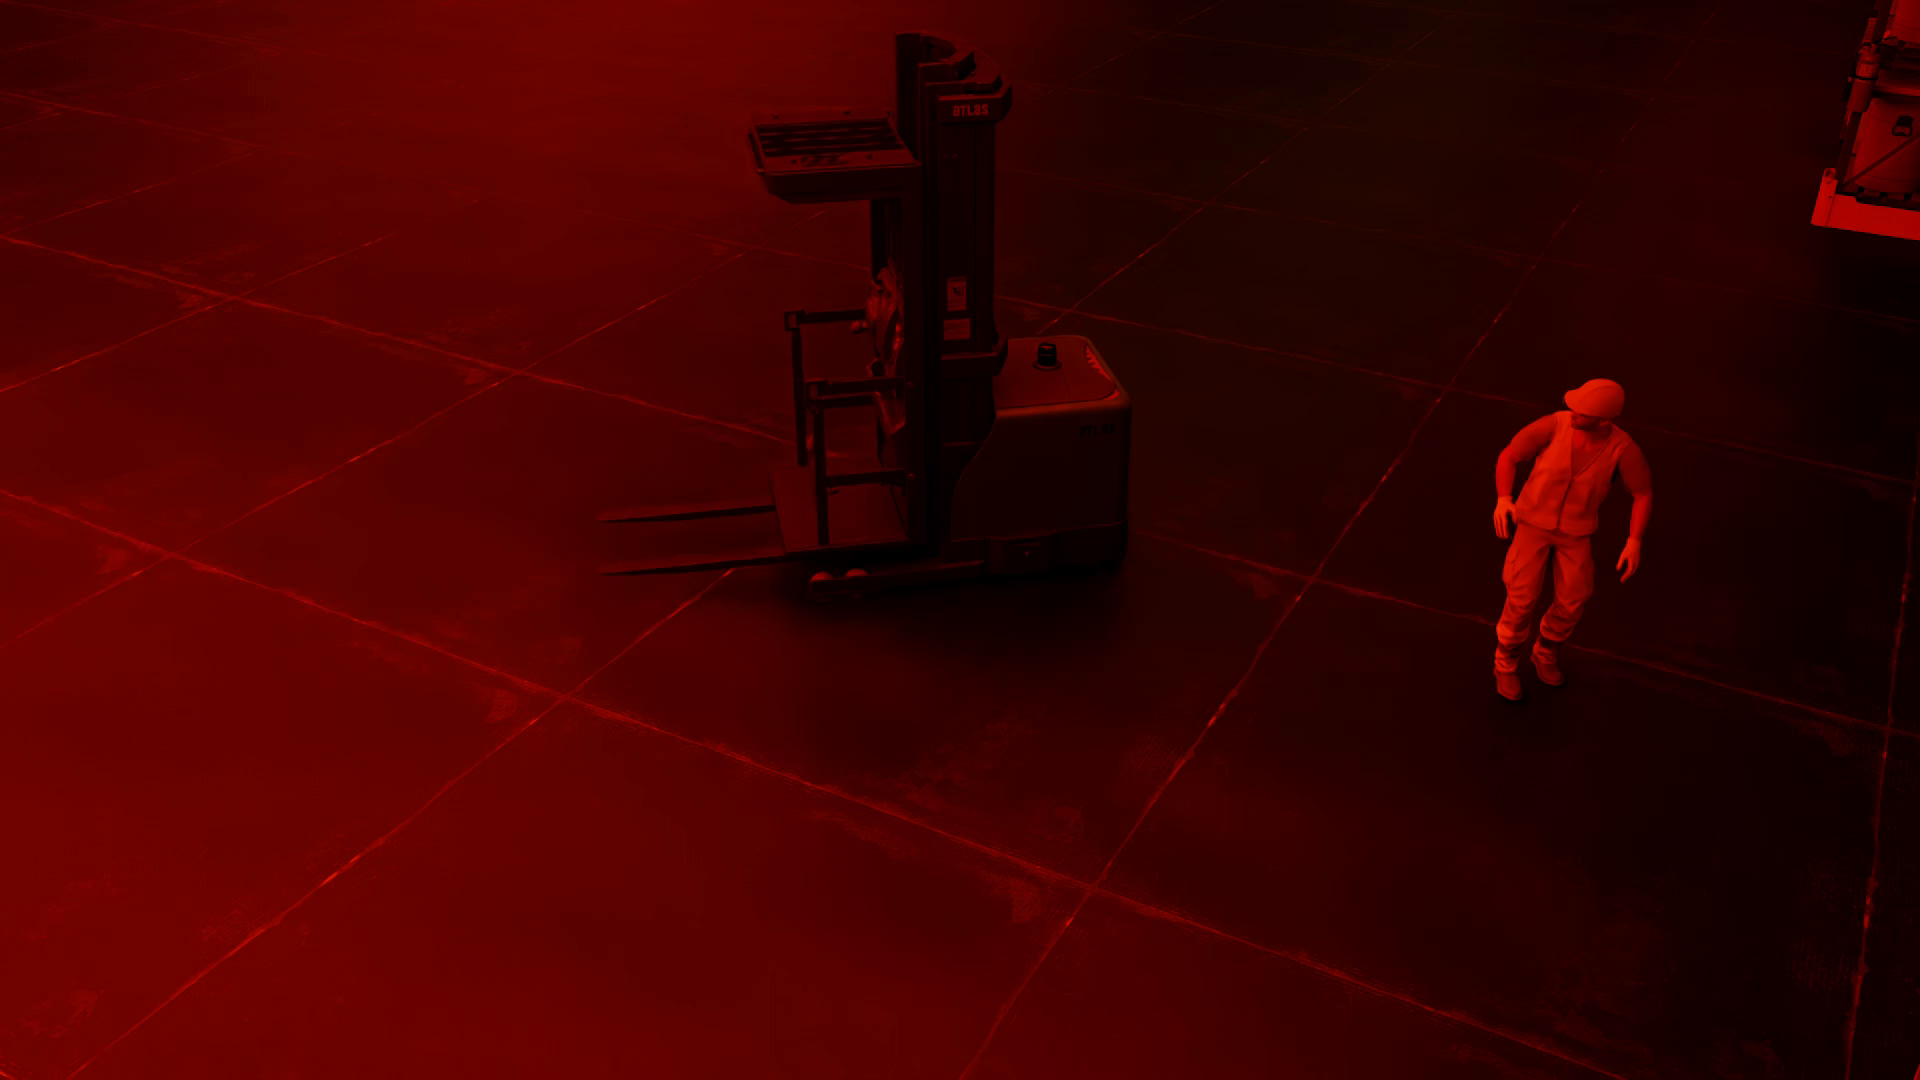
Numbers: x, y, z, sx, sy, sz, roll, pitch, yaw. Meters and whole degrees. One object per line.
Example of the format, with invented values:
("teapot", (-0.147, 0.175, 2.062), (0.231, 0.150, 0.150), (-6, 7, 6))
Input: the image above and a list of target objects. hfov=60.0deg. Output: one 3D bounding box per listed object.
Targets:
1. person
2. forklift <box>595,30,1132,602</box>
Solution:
("person", (3.023, -0.016, 8.298), (0.740, 1.741, 0.512), (7, 31, 11))
("forklift", (-0.598, -1.206, 9.161), (3.031, 2.935, 1.130), (-6, 30, -10))
